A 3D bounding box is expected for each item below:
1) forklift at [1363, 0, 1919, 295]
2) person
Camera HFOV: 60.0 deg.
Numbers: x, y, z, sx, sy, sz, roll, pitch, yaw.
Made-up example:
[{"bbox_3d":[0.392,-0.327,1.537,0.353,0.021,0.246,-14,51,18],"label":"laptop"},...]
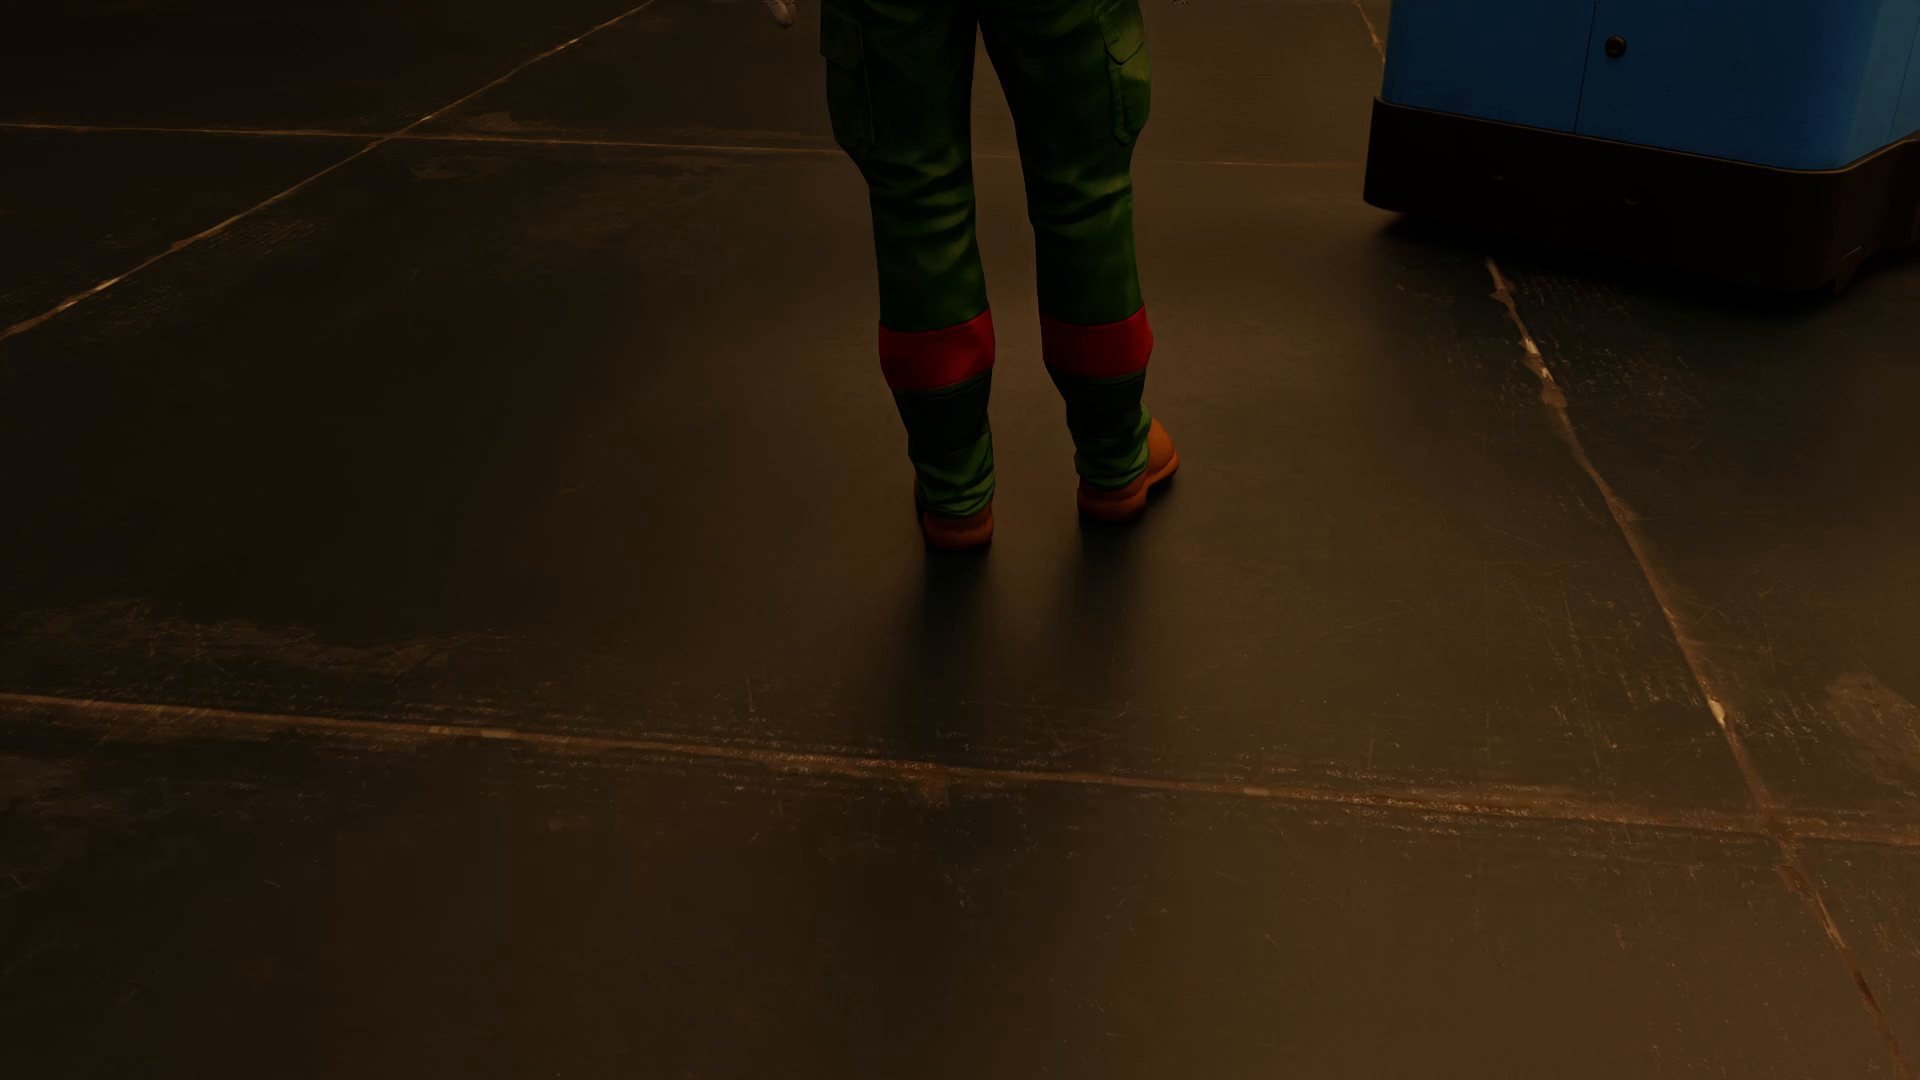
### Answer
[{"bbox_3d":[2.346,-2.376,3.980,1.130,2.935,3.031,23,35,38],"label":"forklift"},{"bbox_3d":[0.021,-0.842,2.168,0.638,1.789,0.562,3,27,7],"label":"person"}]
